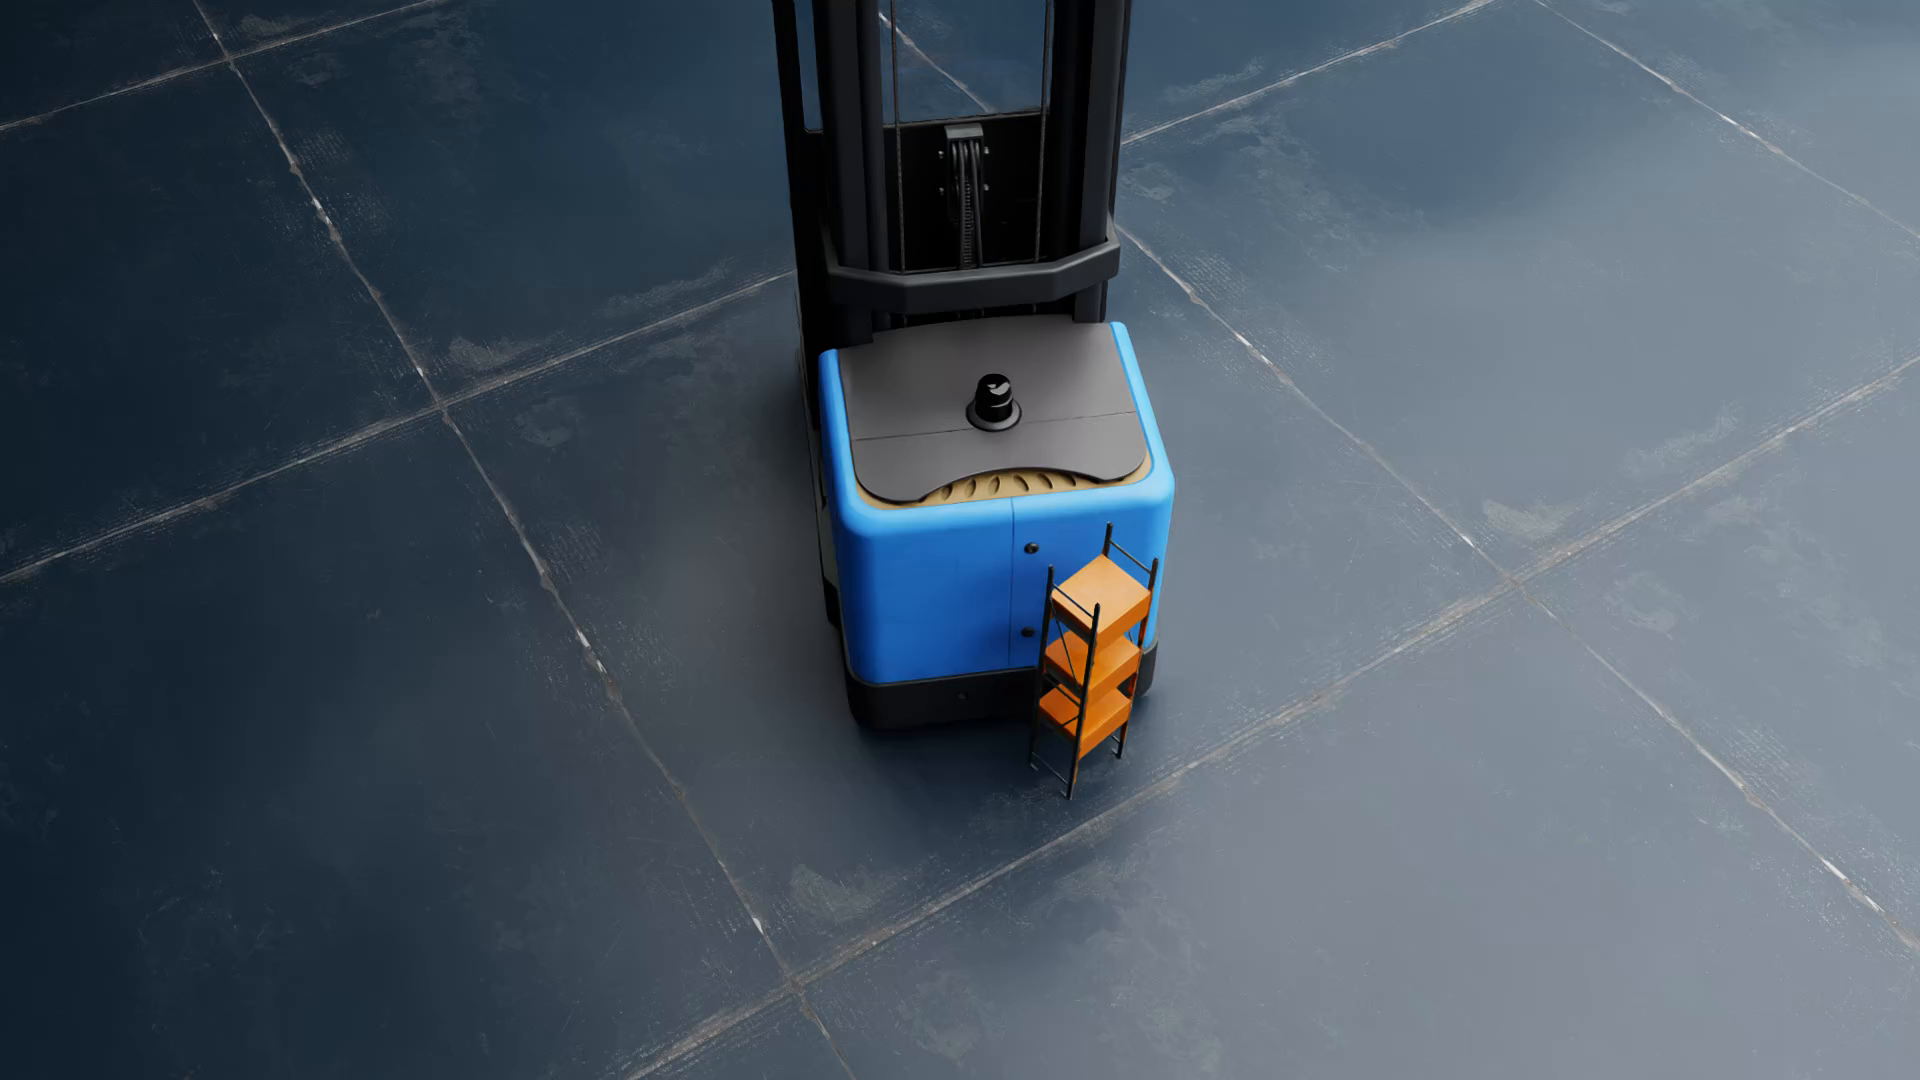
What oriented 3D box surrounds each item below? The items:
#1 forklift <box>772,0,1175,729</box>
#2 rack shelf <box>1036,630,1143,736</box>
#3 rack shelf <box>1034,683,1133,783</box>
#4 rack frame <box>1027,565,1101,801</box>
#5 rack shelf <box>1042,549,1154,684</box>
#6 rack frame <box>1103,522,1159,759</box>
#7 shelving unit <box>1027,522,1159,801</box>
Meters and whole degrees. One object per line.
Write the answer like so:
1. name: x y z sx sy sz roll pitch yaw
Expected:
1. forklift: -0.057 -1.455 5.583 1.130 2.935 3.031 -6 49 -6
2. rack shelf: 0.399 0.410 5.190 0.240 0.259 0.215 -35 60 -27
3. rack shelf: 0.391 0.588 5.403 0.240 0.259 0.215 -35 60 -27
4. rack frame: 0.311 0.466 5.126 0.008 1.050 0.200 -35 60 -27
5. rack shelf: 0.408 0.228 4.972 0.240 0.259 0.215 -35 60 -27
6. rack frame: 0.488 0.340 5.238 0.008 1.050 0.200 -35 60 -27
7. shelving unit: 0.400 0.403 5.182 0.252 1.050 0.215 -35 60 -27
